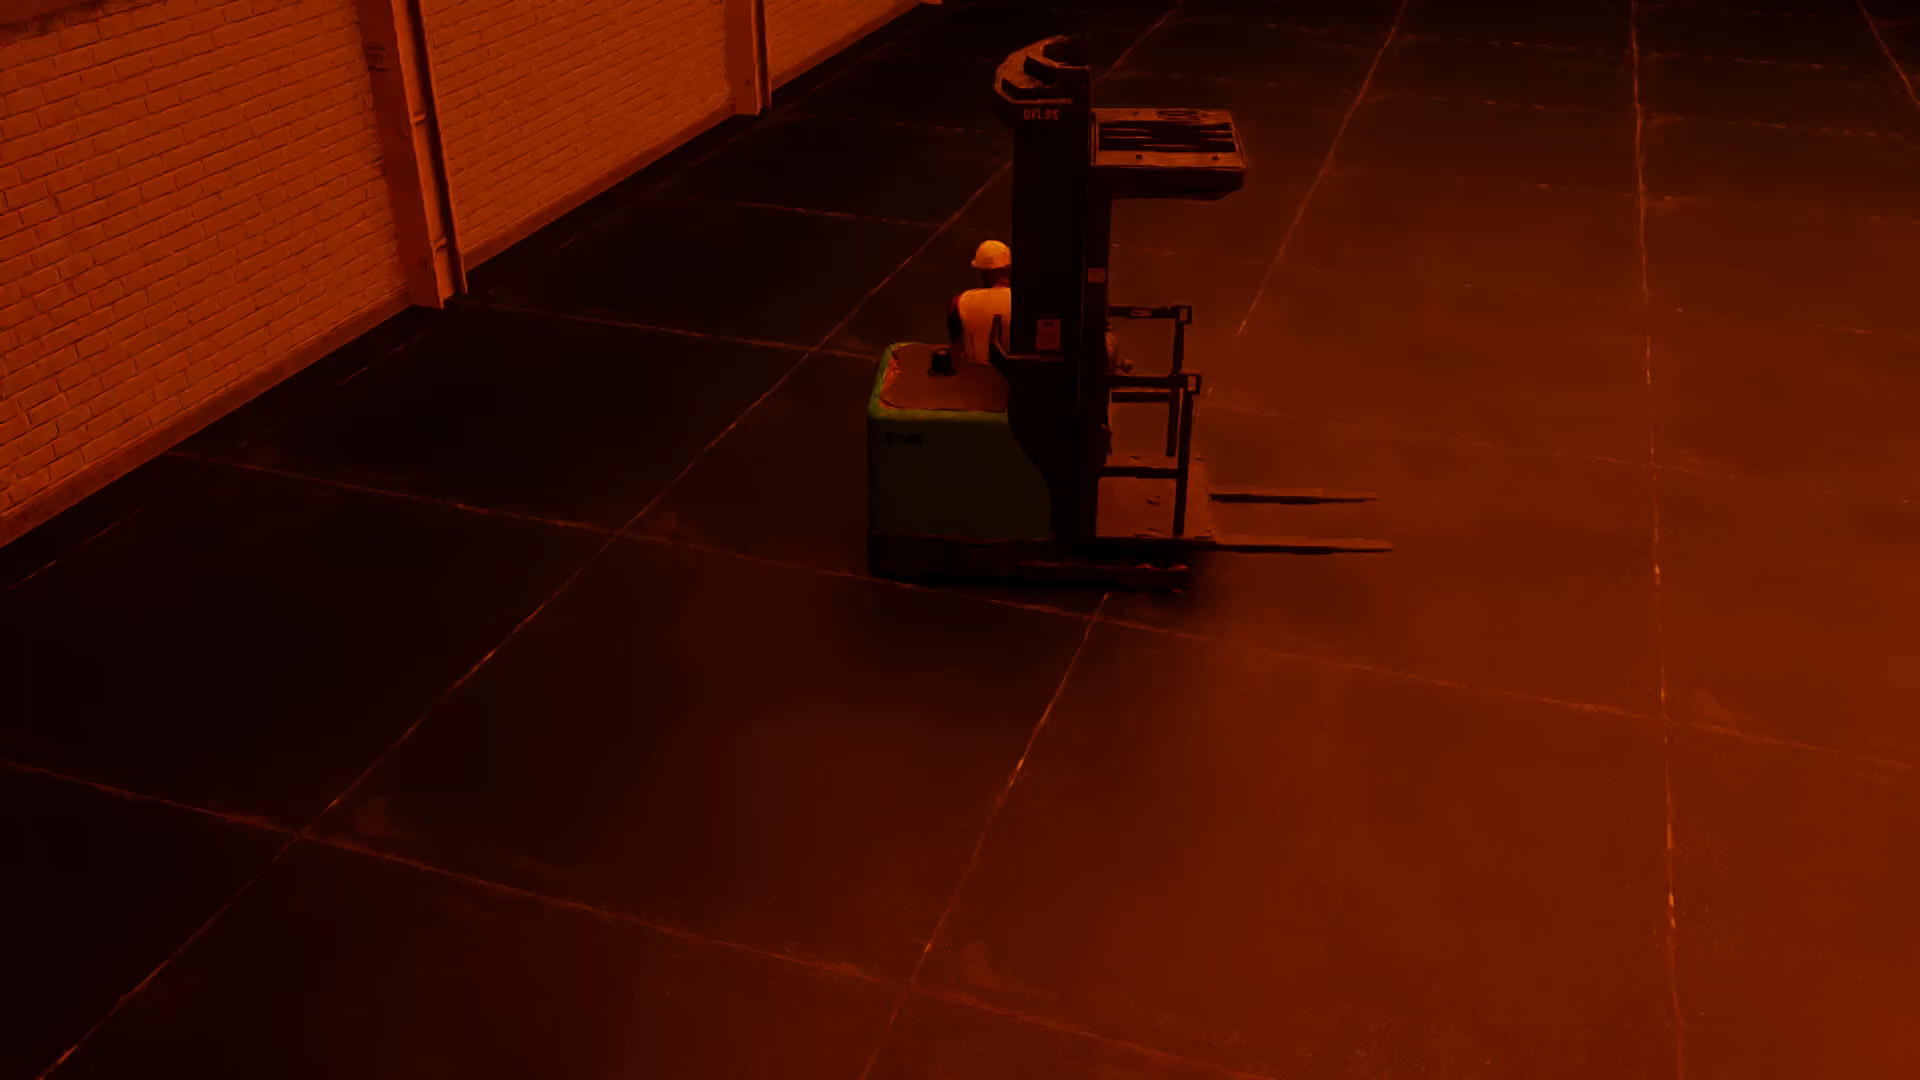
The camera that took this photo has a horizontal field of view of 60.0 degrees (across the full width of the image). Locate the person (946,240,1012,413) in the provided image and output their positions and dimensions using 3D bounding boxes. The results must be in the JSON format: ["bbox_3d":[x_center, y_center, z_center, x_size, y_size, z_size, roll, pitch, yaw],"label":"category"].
[{"bbox_3d":[0.289,-0.994,9.989,0.737,1.726,0.880,6,30,11],"label":"person"}]

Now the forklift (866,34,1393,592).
[{"bbox_3d":[1.006,-1.247,9.325,3.031,2.935,1.130,2,30,3],"label":"forklift"}]
